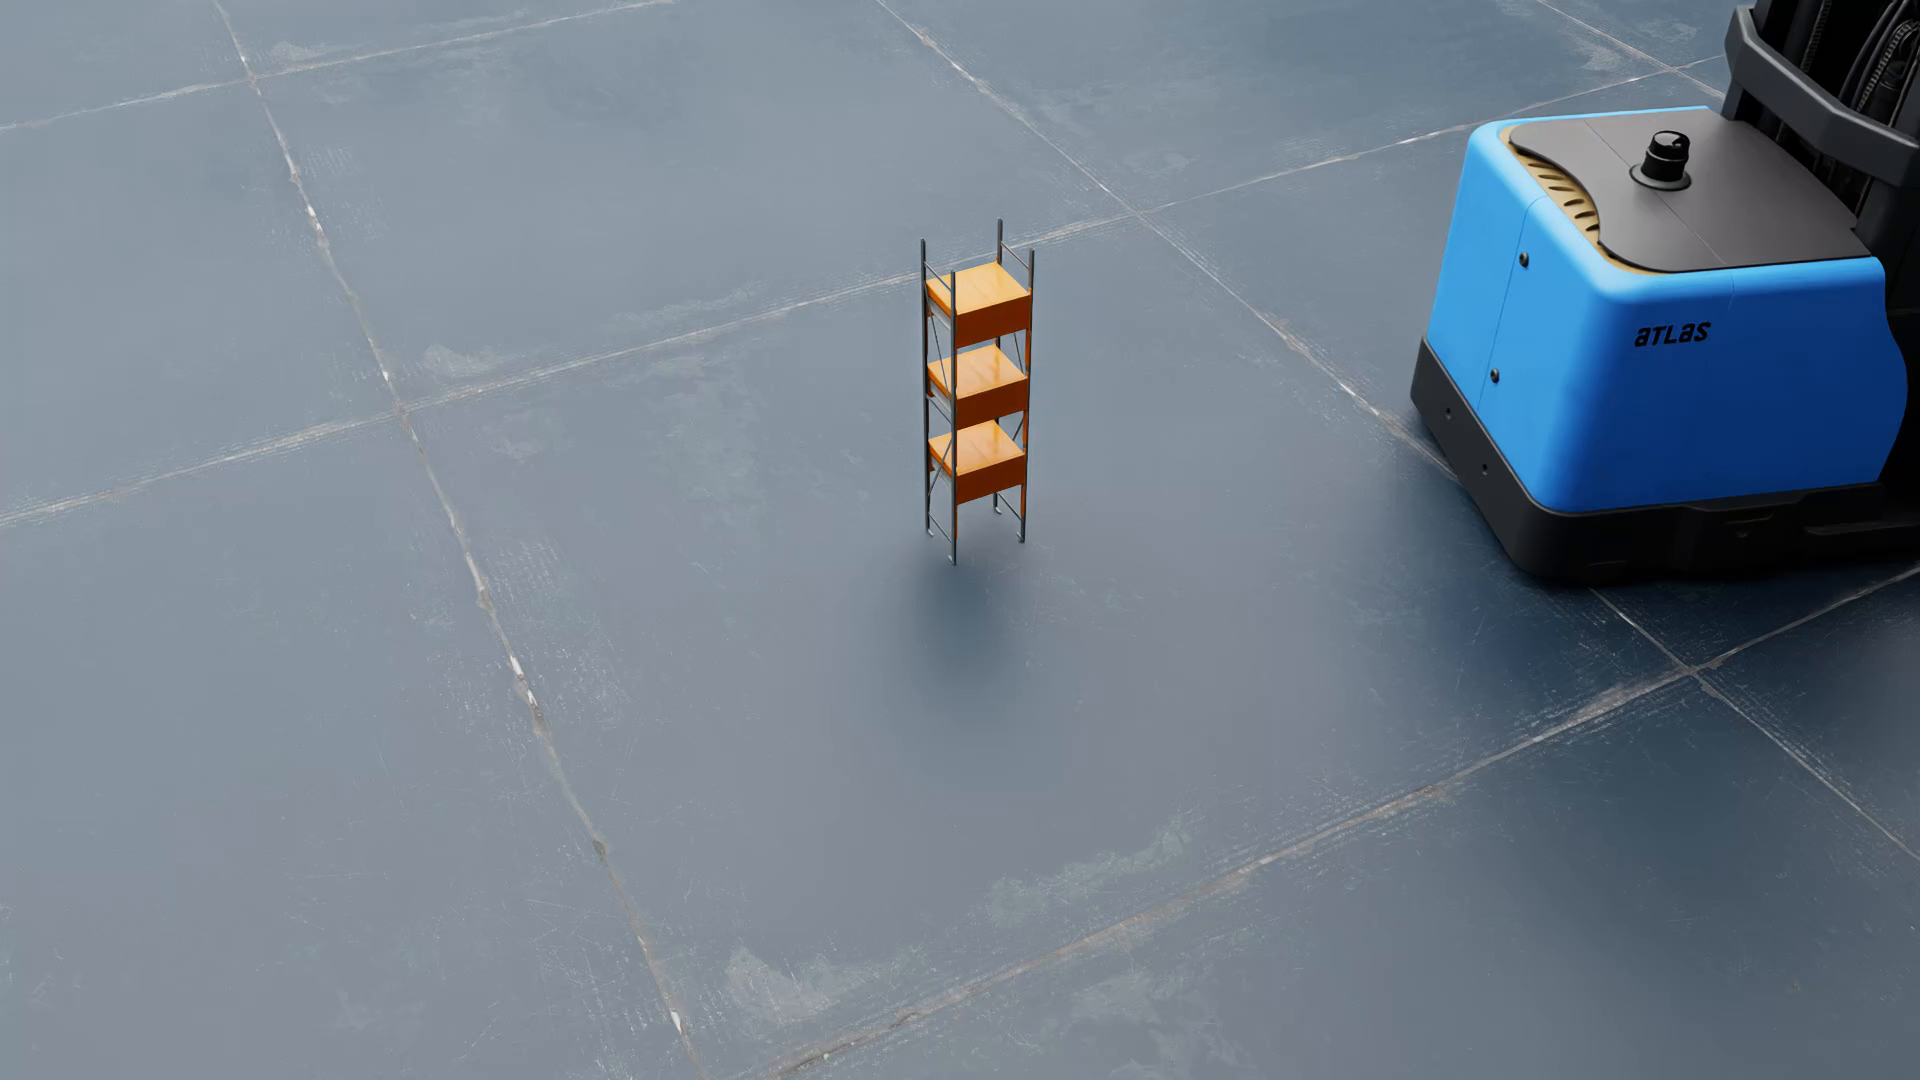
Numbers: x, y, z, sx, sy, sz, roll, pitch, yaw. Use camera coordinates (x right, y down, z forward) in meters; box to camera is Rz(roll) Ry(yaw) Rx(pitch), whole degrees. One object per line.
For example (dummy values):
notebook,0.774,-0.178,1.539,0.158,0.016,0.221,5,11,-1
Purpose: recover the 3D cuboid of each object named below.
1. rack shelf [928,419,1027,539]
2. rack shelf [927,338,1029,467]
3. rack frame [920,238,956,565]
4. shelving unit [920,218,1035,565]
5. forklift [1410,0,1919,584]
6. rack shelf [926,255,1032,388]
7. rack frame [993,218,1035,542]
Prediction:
rack shelf,0.047,-0.196,5.116,0.240,0.259,0.215,-19,44,-21
rack shelf,0.047,-0.409,4.937,0.240,0.259,0.215,-19,44,-21
rack frame,-0.061,-0.380,4.887,0.008,1.050,0.200,-19,44,-21
shelving unit,0.047,-0.417,4.930,0.252,1.050,0.215,-19,44,-21
forklift,3.111,-1.427,4.667,3.031,2.935,1.130,-6,41,-7
rack shelf,0.047,-0.625,4.753,0.240,0.259,0.215,-19,44,-21
rack frame,0.156,-0.453,4.973,0.008,1.050,0.200,-19,44,-21
